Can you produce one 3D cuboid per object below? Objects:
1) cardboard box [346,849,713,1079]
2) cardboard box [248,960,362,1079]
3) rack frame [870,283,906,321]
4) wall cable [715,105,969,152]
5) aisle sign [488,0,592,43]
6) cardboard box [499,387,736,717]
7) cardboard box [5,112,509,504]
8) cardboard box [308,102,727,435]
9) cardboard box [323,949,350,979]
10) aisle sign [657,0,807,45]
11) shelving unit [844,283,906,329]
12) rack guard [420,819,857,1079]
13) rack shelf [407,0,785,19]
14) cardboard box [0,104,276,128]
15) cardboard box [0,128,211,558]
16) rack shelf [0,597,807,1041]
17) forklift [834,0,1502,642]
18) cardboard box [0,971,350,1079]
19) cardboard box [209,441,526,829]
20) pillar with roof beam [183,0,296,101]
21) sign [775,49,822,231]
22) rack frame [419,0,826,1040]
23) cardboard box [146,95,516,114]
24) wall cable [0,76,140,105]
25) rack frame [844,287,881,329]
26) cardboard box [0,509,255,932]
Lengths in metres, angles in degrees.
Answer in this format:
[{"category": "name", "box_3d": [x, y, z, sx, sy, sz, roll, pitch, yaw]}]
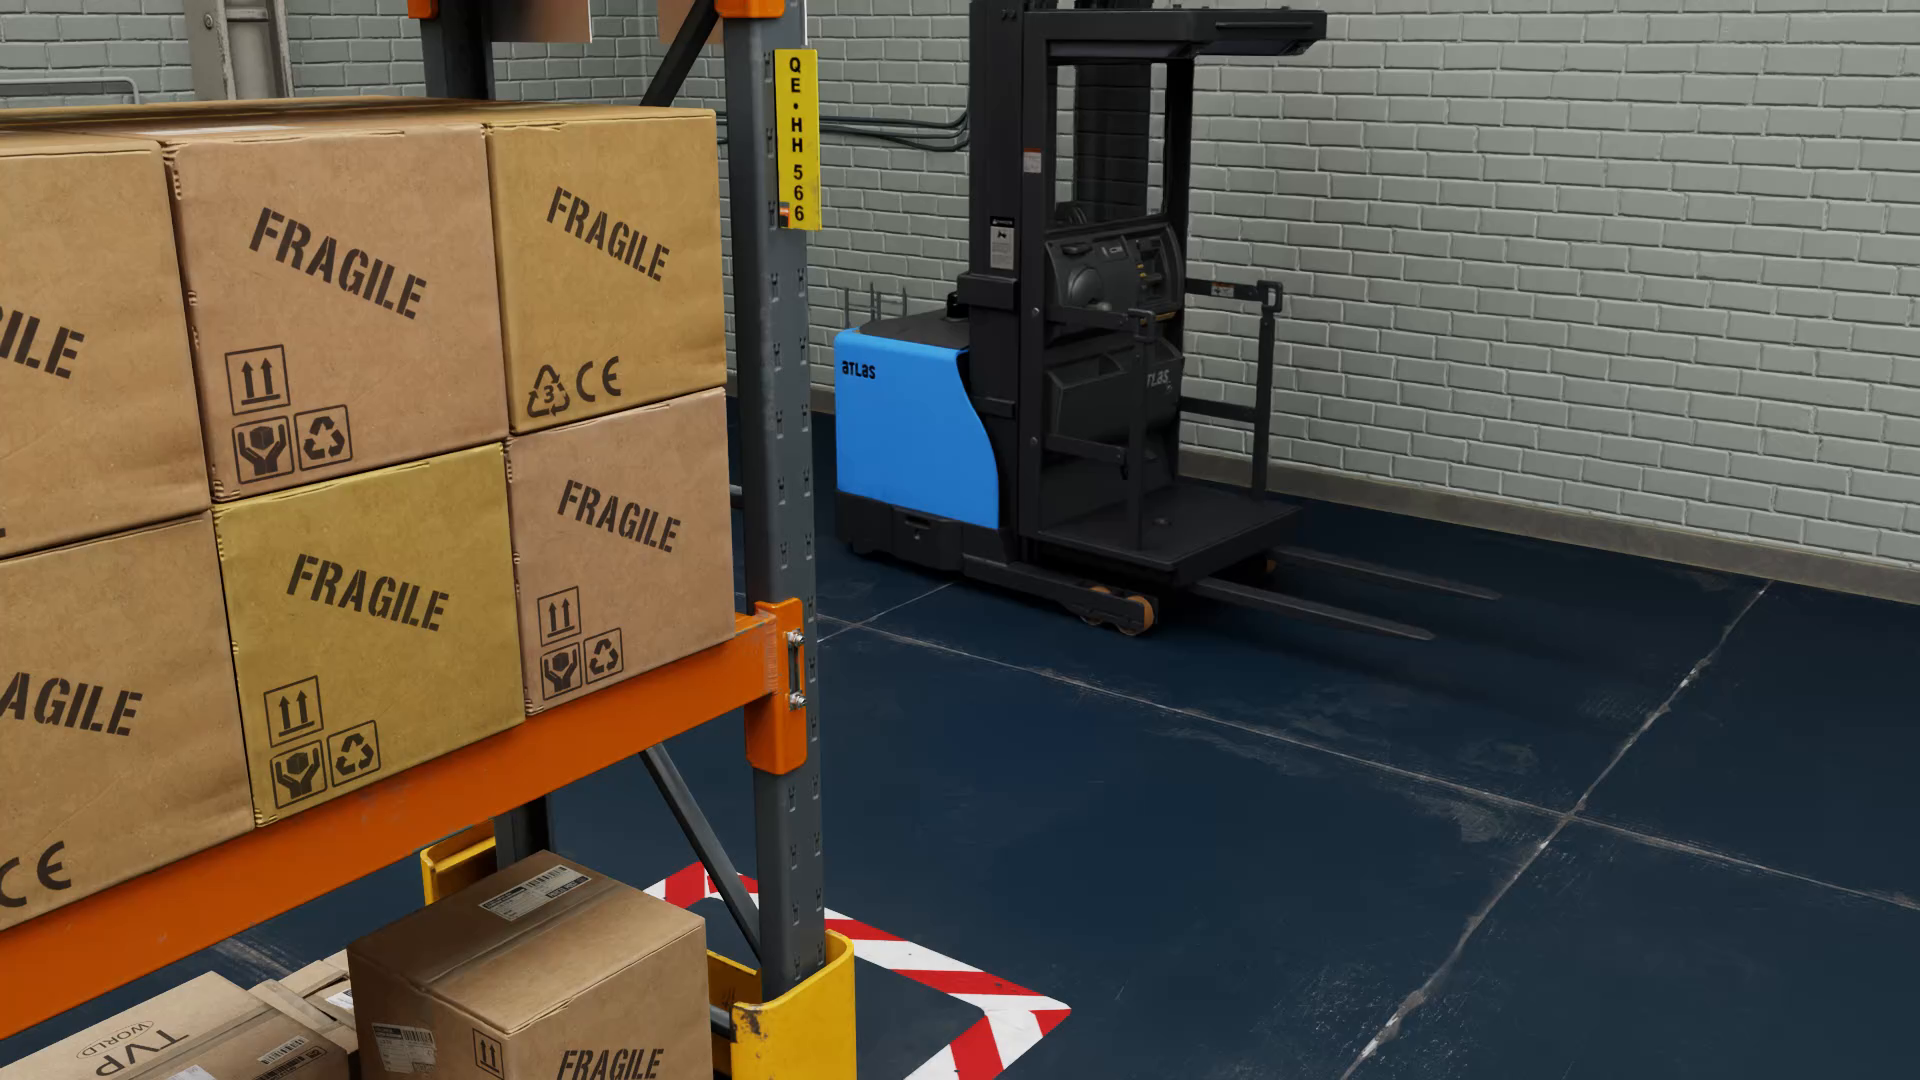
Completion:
[{"category": "cardboard box", "box_3d": [-0.860, 1.016, 3.388, 0.500, 0.500, 0.500, 12, 21, 35]}, {"category": "cardboard box", "box_3d": [-1.409, 1.101, 3.677, 0.380, 0.166, 0.250, 12, 21, 35]}, {"category": "rack frame", "box_3d": [-0.356, -0.695, 8.454, 0.240, 1.200, 0.006, 14, 22, 39]}, {"category": "wall cable", "box_3d": [-1.058, -3.681, 10.161, 3.097, 2.526, 0.112, 12, 21, 35]}, {"category": "aisle sign", "box_3d": [-0.930, -1.451, 3.474, 0.394, 0.787, 0.004, 12, 21, 35]}, {"category": "cardboard box", "box_3d": [-0.783, -0.034, 3.127, 0.500, 0.500, 0.500, 13, 22, 36]}, {"category": "cardboard box", "box_3d": [-1.079, -0.391, 2.591, 0.500, 0.500, 0.500, 13, 22, 36]}, {"category": "cardboard box", "box_3d": [-0.779, -0.512, 2.979, 0.500, 0.500, 0.500, 12, 21, 34]}, {"category": "cardboard box", "box_3d": [-1.260, 1.049, 3.872, 0.380, 0.149, 0.250, 12, 21, 35]}, {"category": "aisle sign", "box_3d": [-0.448, -1.345, 3.132, 0.394, 0.787, 0.004, 12, 21, 35]}, {"category": "shelving unit", "box_3d": [-0.416, -0.674, 8.388, 0.258, 1.200, 0.189, 14, 22, 39]}, {"category": "rack guard", "box_3d": [-0.780, 1.071, 3.952, 1.175, 0.500, 0.348, 12, 21, 35]}, {"category": "rack shelf", "box_3d": [-1.926, -0.754, 1.768, 1.077, 0.370, 4.000, 12, 21, 35]}, {"category": "cardboard box", "box_3d": [-1.516, -0.481, 2.881, 0.500, 0.500, 0.500, 13, 21, 35]}, {"category": "cardboard box", "box_3d": [-1.384, -0.267, 2.191, 0.500, 0.500, 0.500, 13, 22, 36]}, {"category": "rack shelf", "box_3d": [-1.926, 0.679, 2.213, 1.077, 0.370, 4.000, 12, 21, 35]}, {"category": "forklift", "box_3d": [0.840, -1.176, 7.088, 3.031, 2.935, 1.130, 14, 22, 38]}, {"category": "cardboard box", "box_3d": [-1.584, 1.161, 3.343, 0.500, 0.250, 0.500, 12, 21, 35]}, {"category": "cardboard box", "box_3d": [-1.089, 0.090, 2.727, 0.500, 0.500, 0.500, 13, 21, 35]}, {"category": "pillar with roof beam", "box_3d": [-0.343, -3.916, 5.679, 9.100, 9.000, 0.400, 12, 21, 35]}, {"category": "sign", "box_3d": [-0.301, -0.742, 3.090, 0.100, 0.325, 0.005, 12, 21, 35]}, {"category": "rack frame", "box_3d": [-0.734, -0.141, 3.640, 1.000, 3.000, 0.127, 12, 21, 35]}, {"category": "cardboard box", "box_3d": [-1.210, -0.607, 3.286, 0.500, 0.500, 0.500, 13, 22, 36]}, {"category": "wall cable", "box_3d": [-4.712, -1.973, 7.825, 0.084, 1.984, 1.851, 12, 21, 35]}, {"category": "rack frame", "box_3d": [-0.475, -0.654, 8.322, 0.240, 1.200, 0.006, 14, 22, 39]}, {"category": "cardboard box", "box_3d": [-1.391, 0.208, 2.347, 0.500, 0.500, 0.500, 13, 21, 35]}]
